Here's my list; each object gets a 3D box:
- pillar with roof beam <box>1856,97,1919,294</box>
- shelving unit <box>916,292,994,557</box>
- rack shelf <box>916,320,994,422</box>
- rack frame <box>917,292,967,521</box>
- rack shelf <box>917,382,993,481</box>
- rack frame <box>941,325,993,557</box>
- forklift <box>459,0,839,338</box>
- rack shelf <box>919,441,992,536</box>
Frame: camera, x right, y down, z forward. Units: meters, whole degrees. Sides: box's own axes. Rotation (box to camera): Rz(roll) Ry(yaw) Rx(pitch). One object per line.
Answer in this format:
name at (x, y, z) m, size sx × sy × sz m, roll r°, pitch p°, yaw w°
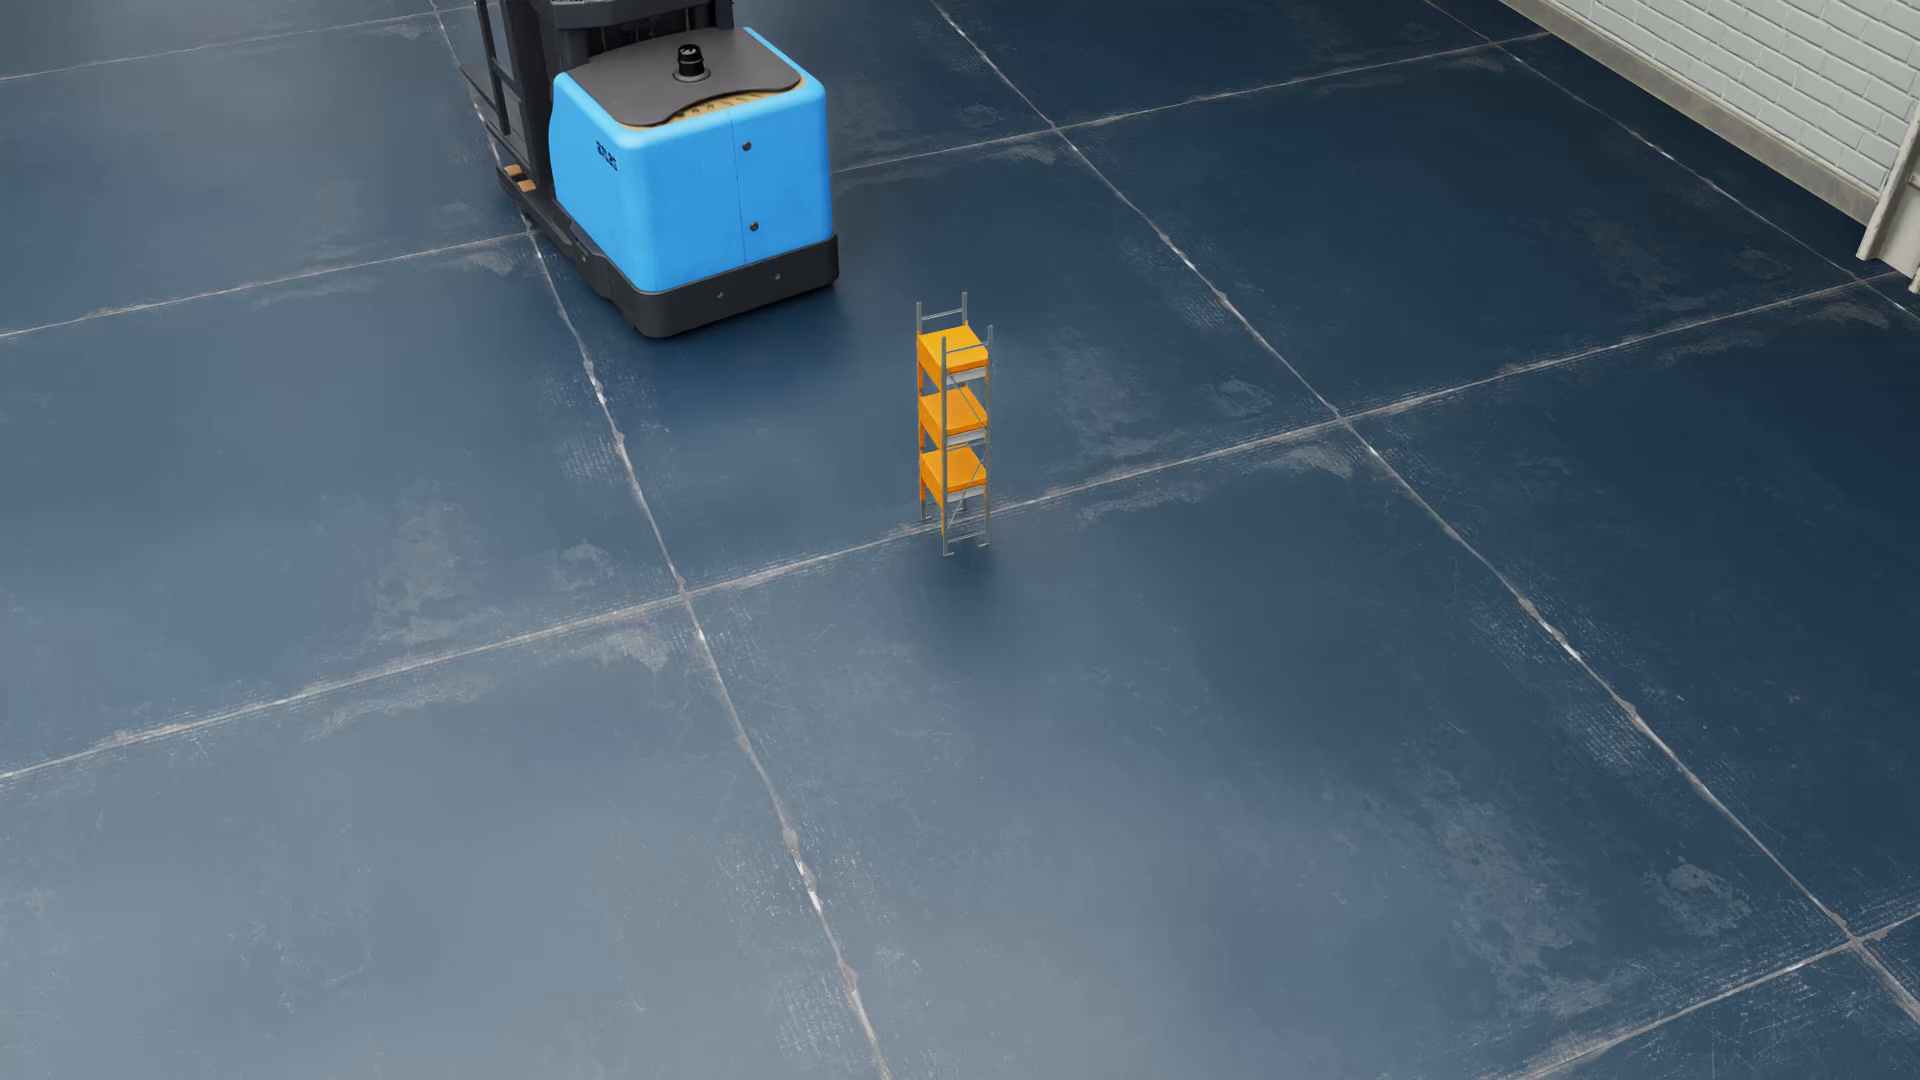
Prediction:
pillar with roof beam at (0.777, -3.701, 4.152) m, size 9.100 × 9.000 × 0.400 m, roll -15°, pitch 43°, yaw -17°
shelving unit at (-0.020, -0.430, 6.445) m, size 0.215 × 1.050 × 0.252 m, roll -15°, pitch 43°, yaw -17°
rack shelf at (-0.020, -0.637, 6.267) m, size 0.215 × 0.259 × 0.240 m, roll -15°, pitch 43°, yaw -17°
rack frame at (-0.067, -0.504, 6.531) m, size 0.200 × 1.050 × 0.008 m, roll -15°, pitch 43°, yaw -17°
rack shelf at (-0.020, -0.422, 6.452) m, size 0.215 × 0.259 × 0.240 m, roll -15°, pitch 43°, yaw -17°
rack frame at (0.026, -0.357, 6.360) m, size 0.200 × 1.050 × 0.008 m, roll -15°, pitch 43°, yaw -17°
forklift at (-1.806, -2.988, 7.976) m, size 1.130 × 2.935 × 3.031 m, roll -22°, pitch 46°, yaw -24°
rack shelf at (-0.020, -0.212, 6.633) m, size 0.215 × 0.259 × 0.240 m, roll -15°, pitch 43°, yaw -17°
